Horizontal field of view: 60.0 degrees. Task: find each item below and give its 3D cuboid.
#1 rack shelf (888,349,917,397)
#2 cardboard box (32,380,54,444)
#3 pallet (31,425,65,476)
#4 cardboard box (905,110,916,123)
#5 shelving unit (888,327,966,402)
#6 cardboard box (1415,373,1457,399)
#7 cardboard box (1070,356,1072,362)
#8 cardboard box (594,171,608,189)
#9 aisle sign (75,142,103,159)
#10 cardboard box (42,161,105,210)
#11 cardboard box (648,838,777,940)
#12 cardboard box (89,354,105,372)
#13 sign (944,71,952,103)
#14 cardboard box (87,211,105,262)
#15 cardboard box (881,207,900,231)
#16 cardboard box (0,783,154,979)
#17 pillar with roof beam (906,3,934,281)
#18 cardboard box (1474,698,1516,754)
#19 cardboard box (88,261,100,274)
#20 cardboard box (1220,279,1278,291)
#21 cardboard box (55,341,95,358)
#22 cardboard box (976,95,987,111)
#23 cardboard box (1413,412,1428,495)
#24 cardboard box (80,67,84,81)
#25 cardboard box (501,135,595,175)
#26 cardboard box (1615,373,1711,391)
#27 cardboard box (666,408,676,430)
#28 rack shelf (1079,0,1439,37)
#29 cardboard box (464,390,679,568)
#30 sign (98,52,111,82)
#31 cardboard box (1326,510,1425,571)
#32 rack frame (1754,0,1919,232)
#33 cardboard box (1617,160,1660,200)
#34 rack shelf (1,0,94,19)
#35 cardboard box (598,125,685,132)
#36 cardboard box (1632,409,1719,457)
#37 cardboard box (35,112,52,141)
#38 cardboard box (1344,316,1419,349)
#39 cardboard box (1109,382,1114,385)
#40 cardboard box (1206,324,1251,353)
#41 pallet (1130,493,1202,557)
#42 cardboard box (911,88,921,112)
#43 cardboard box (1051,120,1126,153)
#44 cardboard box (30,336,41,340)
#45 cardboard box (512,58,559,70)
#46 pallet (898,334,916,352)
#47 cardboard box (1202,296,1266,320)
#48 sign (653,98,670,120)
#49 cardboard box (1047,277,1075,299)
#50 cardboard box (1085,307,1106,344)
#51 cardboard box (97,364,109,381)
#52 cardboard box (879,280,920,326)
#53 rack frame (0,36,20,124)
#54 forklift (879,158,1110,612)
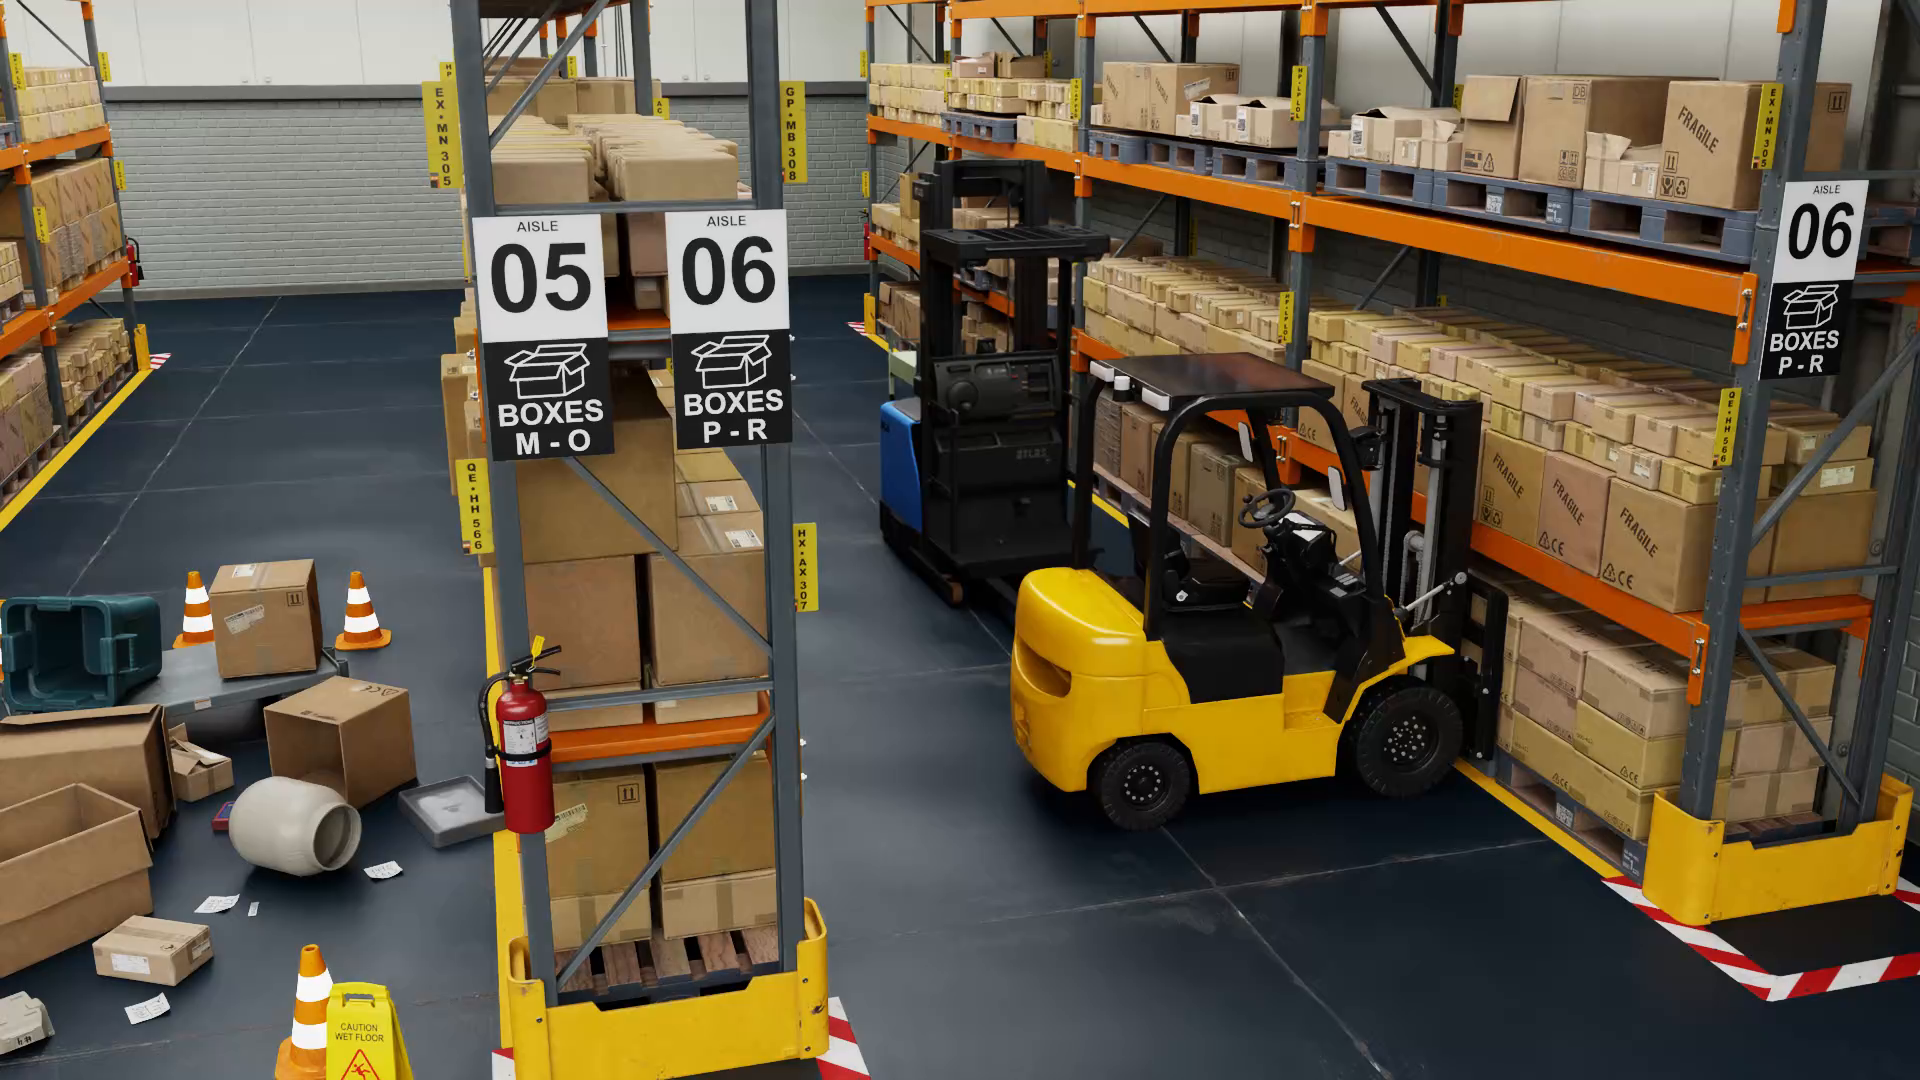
[{"bbox_3d":[-0.268,-1.293,13.293,0.431,0.370,0.720,-6,18,-18],"label":"rack shelf"},{"bbox_3d":[-8.662,-1.163,15.224,0.500,0.500,0.500,-5,17,-16],"label":"cardboard box"},{"bbox_3d":[-8.892,-0.793,15.224,1.003,0.211,1.213,-5,17,-15],"label":"pallet"},{"bbox_3d":[-0.439,-4.972,19.513,0.380,0.149,0.250,-4,17,-14],"label":"cardboard box"},{"bbox_3d":[-0.268,-0.919,13.405,0.431,1.500,0.755,-6,18,-18],"label":"shelving unit"},{"bbox_3d":[2.753,-0.837,9.222,0.380,0.149,0.250,-5,18,-17],"label":"cardboard box"},{"bbox_3d":[0.981,-1.630,15.653,0.380,0.149,0.250,-5,18,-17],"label":"cardboard box"},{"bbox_3d":[-1.255,-1.392,6.902,0.500,0.250,0.500,-4,17,-14],"label":"cardboard box"},{"bbox_3d":[-9.938,-4.739,18.995,0.394,0.787,0.004,-5,17,-15],"label":"aisle sign"},{"bbox_3d":[-9.703,-3.872,18.200,0.500,0.500,0.500,-5,18,-17],"label":"cardboard box"},{"bbox_3d":[-1.034,1.427,7.036,0.500,0.250,0.500,-5,17,-16],"label":"cardboard box"},{"bbox_3d":[-9.333,-1.873,17.680,0.380,0.149,0.250,-5,17,-15],"label":"cardboard box"},{"bbox_3d":[-0.124,-4.795,17.590,0.100,0.325,0.005,-5,17,-15],"label":"sign"},{"bbox_3d":[-9.551,-3.254,17.880,0.500,0.500,0.500,-5,17,-15],"label":"cardboard box"},{"bbox_3d":[-0.699,-4.047,20.955,0.500,0.250,0.500,-5,17,-15],"label":"cardboard box"},{"bbox_3d":[-3.995,1.466,7.196,0.637,0.503,0.797,11,20,32],"label":"cardboard box"},{"bbox_3d":[-4.717,-7.613,22.653,9.100,9.000,0.400,-5,17,-15],"label":"pillar with roof beam"},{"bbox_3d":[3.004,0.896,8.804,0.500,0.250,0.500,-5,17,-15],"label":"cardboard box"},{"bbox_3d":[-9.593,-2.978,18.088,0.380,0.149,0.250,-6,18,-18],"label":"cardboard box"},{"bbox_3d":[2.219,-1.911,12.800,0.380,0.149,0.250,-4,17,-14],"label":"cardboard box"},{"bbox_3d":[-9.408,-2.010,17.621,0.380,0.149,0.250,-5,17,-15],"label":"cardboard box"},{"bbox_3d":[0.378,-4.325,16.456,0.380,0.149,0.250,-5,17,-16],"label":"cardboard box"},{"bbox_3d":[2.764,-0.565,9.446,0.500,0.500,0.500,-5,17,-16],"label":"cardboard box"},{"bbox_3d":[-9.839,-5.102,18.208,0.380,0.149,0.250,-4,17,-14],"label":"cardboard box"},{"bbox_3d":[-1.704,-1.572,6.809,0.380,0.149,0.250,-5,17,-17],"label":"cardboard box"},{"bbox_3d":[3.531,-0.735,8.368,0.380,0.149,0.250,-4,17,-14],"label":"cardboard box"},{"bbox_3d":[-1.521,-0.352,8.219,0.500,0.500,0.500,-4,17,-14],"label":"cardboard box"},{"bbox_3d":[2.045,-3.834,12.018,1.077,0.370,4.000,-5,17,-15],"label":"rack shelf"},{"bbox_3d":[-1.428,-0.237,6.097,0.700,0.500,0.500,-5,17,-17],"label":"cardboard box"},{"bbox_3d":[-9.668,-5.349,18.792,0.100,0.325,0.005,-5,17,-15],"label":"sign"},{"bbox_3d":[2.556,-0.006,10.069,0.500,0.250,0.500,-5,17,-15],"label":"cardboard box"},{"bbox_3d":[3.694,-2.710,6.332,1.000,3.000,0.127,-5,17,-15],"label":"rack frame"},{"bbox_3d":[3.174,-1.607,7.408,0.380,0.149,0.250,-5,17,-17],"label":"cardboard box"},{"bbox_3d":[-9.657,-5.424,16.622,1.077,0.370,4.000,-5,17,-15],"label":"rack shelf"},{"bbox_3d":[-1.459,-1.824,7.647,0.380,0.149,0.250,-4,17,-15],"label":"cardboard box"},{"bbox_3d":[3.295,-0.486,7.538,0.380,0.149,0.250,-5,17,-15],"label":"cardboard box"},{"bbox_3d":[-9.127,-3.995,16.084,0.500,0.250,0.500,-5,17,-16],"label":"cardboard box"},{"bbox_3d":[2.572,-1.269,10.144,0.380,0.149,0.250,-4,17,-14],"label":"cardboard box"},{"bbox_3d":[1.649,-1.193,15.323,0.500,0.500,0.500,-4,17,-13],"label":"cardboard box"},{"bbox_3d":[2.065,-1.368,11.685,0.500,0.250,0.500,-5,17,-17],"label":"cardboard box"},{"bbox_3d":[2.015,-0.147,13.074,1.003,0.211,1.213,-5,17,-15],"label":"pallet"},{"bbox_3d":[-0.260,-5.063,19.122,0.500,0.250,0.500,-4,17,-14],"label":"cardboard box"},{"bbox_3d":[1.120,-3.537,14.561,0.500,0.250,0.500,-5,18,-17],"label":"cardboard box"},{"bbox_3d":[-10.037,-2.113,17.963,0.380,0.149,0.250,-4,17,-13],"label":"cardboard box"},{"bbox_3d":[-4.336,-4.676,17.012,0.500,0.500,0.500,-4,17,-14],"label":"cardboard box"},{"bbox_3d":[-0.131,-2.349,20.405,1.003,0.211,1.213,-5,17,-15],"label":"pallet"},{"bbox_3d":[1.970,-1.660,11.964,0.380,0.149,0.250,-5,17,-17],"label":"cardboard box"},{"bbox_3d":[-1.658,-2.279,9.213,0.100,0.325,0.005,-5,17,-15],"label":"sign"},{"bbox_3d":[0.946,-2.282,15.042,0.380,0.149,0.250,-4,17,-14],"label":"cardboard box"},{"bbox_3d":[1.382,-1.836,14.111,0.500,0.250,0.500,-5,17,-15],"label":"cardboard box"},{"bbox_3d":[-9.437,-1.804,17.968,0.380,0.149,0.250,-4,17,-14],"label":"cardboard box"},{"bbox_3d":[-0.627,-3.092,21.640,0.797,0.503,0.637,-5,18,-17],"label":"cardboard box"},{"bbox_3d":[-9.108,-5.217,14.677,1.000,3.000,0.127,-5,17,-15],"label":"rack frame"},{"bbox_3d":[0.340,-1.086,11.472,1.130,2.935,3.031,-6,18,-18],"label":"forklift"}]
